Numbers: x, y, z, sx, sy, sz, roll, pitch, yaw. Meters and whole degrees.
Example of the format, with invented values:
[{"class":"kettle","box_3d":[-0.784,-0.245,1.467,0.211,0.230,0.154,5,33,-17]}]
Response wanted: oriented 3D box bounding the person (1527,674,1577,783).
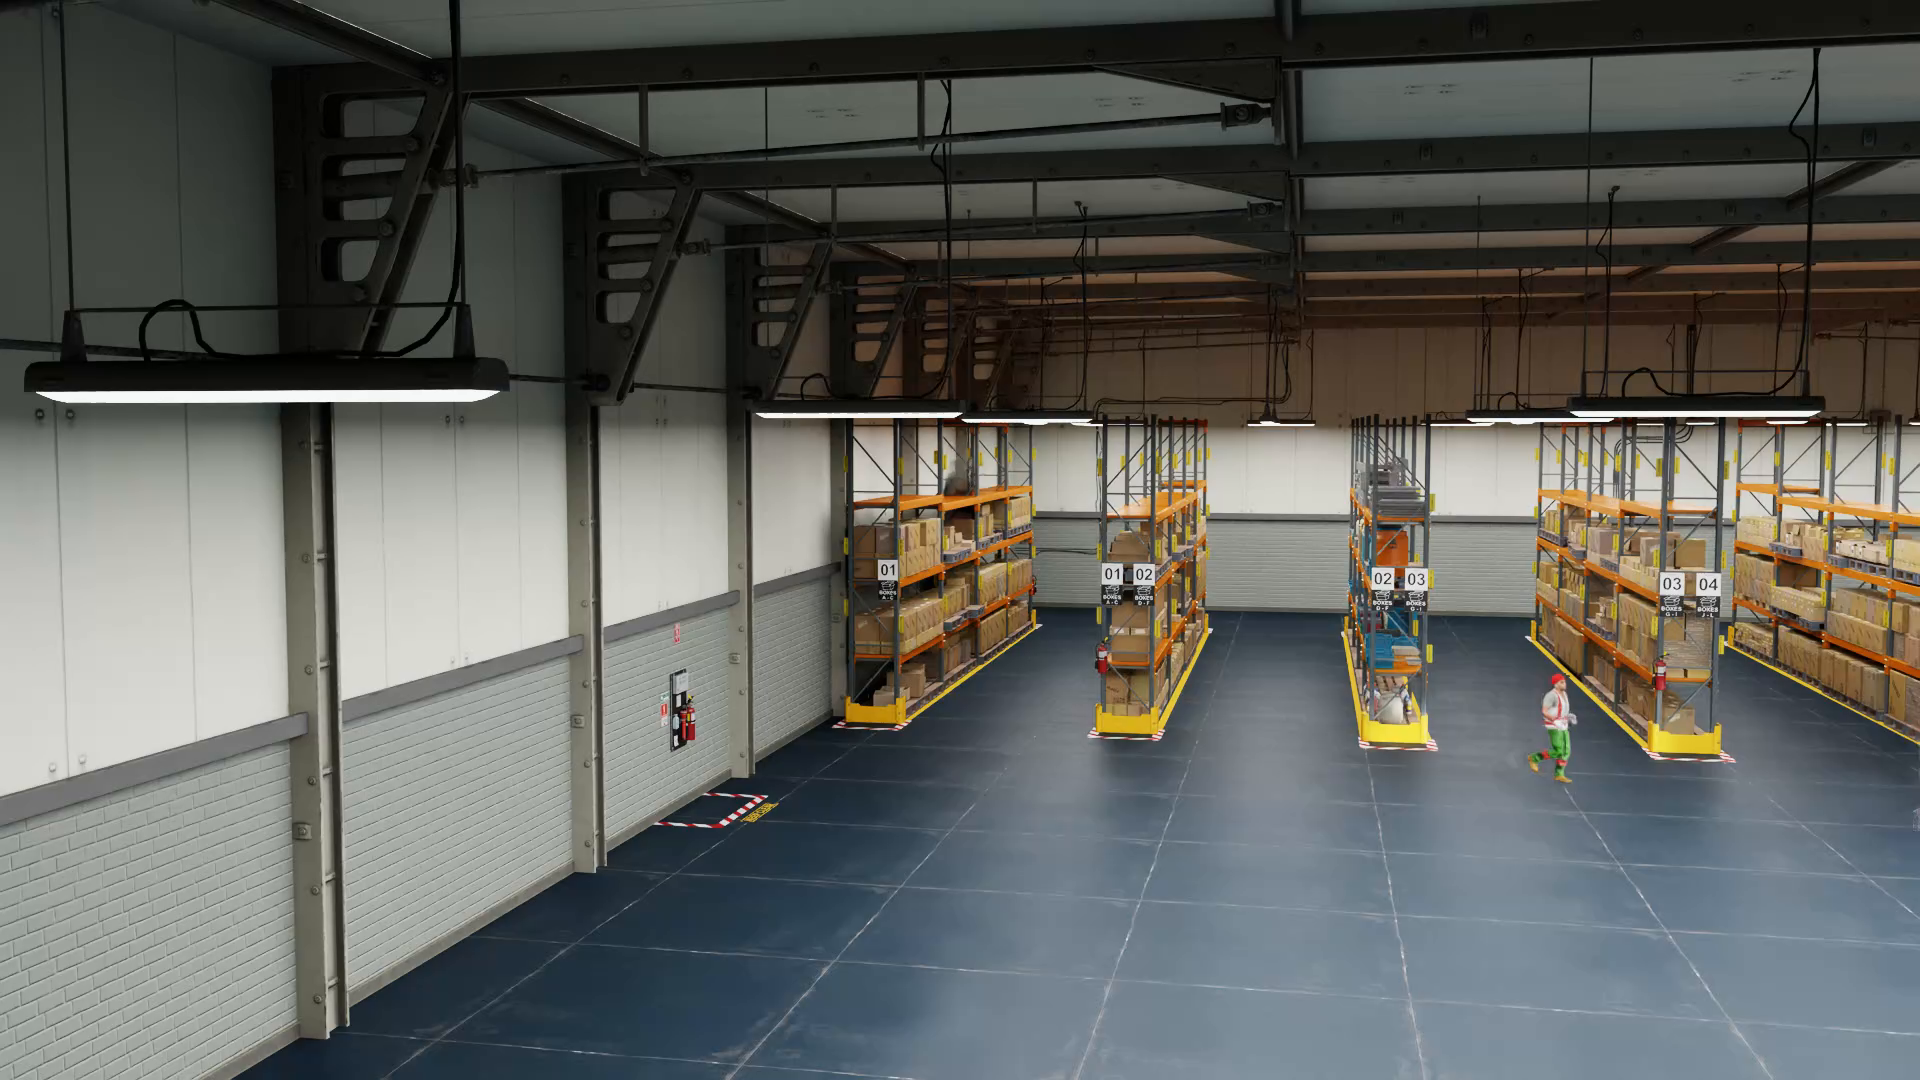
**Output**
[{"class":"person","box_3d":[9.683,3.049,27.126,0.700,1.764,0.657,4,5,44]}]
